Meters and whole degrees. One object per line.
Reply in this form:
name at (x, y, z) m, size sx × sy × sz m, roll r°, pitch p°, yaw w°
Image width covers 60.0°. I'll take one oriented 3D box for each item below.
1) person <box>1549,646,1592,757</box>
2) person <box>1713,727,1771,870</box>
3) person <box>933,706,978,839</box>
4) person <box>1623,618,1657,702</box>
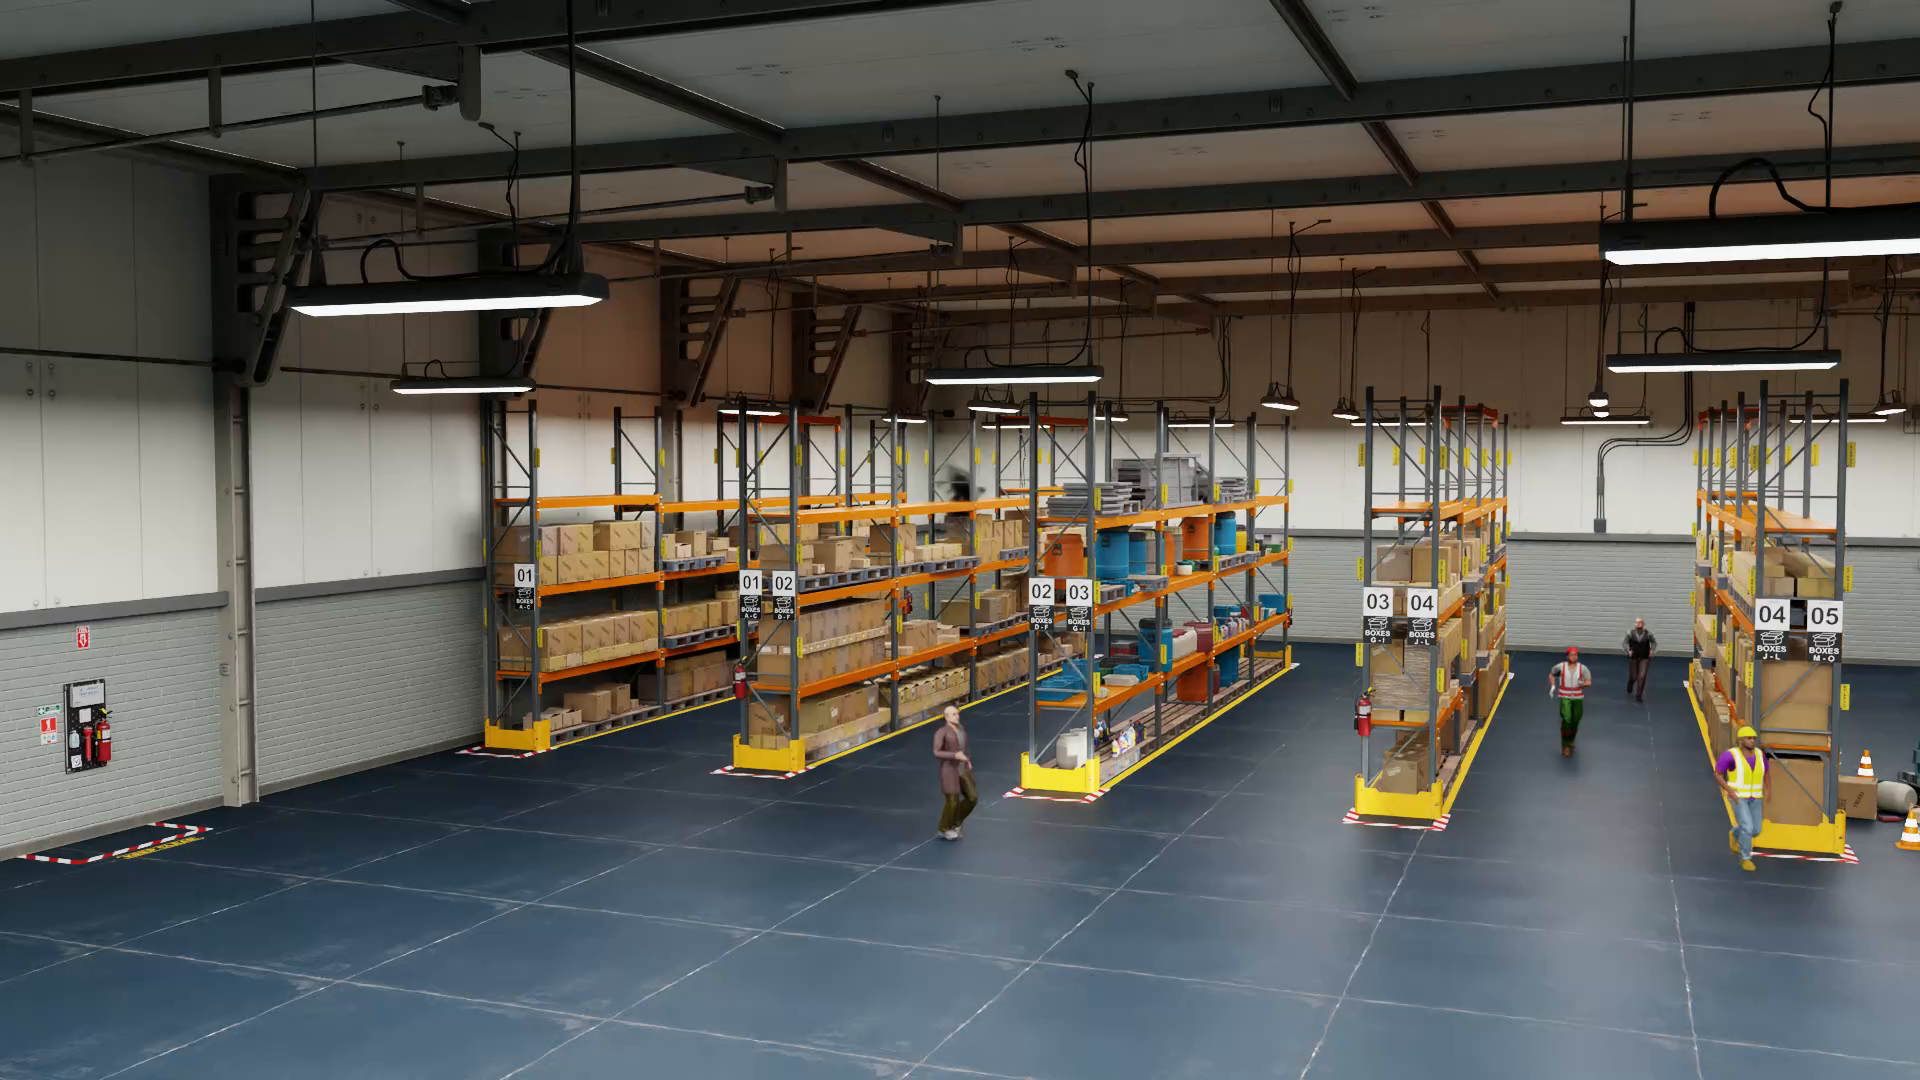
person at (10.327, 2.720, 28.122) m, size 0.643 × 1.846 × 0.774 m, roll 0°, pitch 3°, yaw 9°
person at (9.607, 3.135, 20.434) m, size 0.705 × 1.725 × 0.691 m, roll 0°, pitch 3°, yaw -8°
person at (-0.028, 3.054, 21.698) m, size 0.694 × 1.765 × 0.675 m, roll -3°, pitch 4°, yaw -43°
person at (14.082, 2.469, 34.447) m, size 0.667 × 1.711 × 0.735 m, roll 1°, pitch 3°, yaw 20°
